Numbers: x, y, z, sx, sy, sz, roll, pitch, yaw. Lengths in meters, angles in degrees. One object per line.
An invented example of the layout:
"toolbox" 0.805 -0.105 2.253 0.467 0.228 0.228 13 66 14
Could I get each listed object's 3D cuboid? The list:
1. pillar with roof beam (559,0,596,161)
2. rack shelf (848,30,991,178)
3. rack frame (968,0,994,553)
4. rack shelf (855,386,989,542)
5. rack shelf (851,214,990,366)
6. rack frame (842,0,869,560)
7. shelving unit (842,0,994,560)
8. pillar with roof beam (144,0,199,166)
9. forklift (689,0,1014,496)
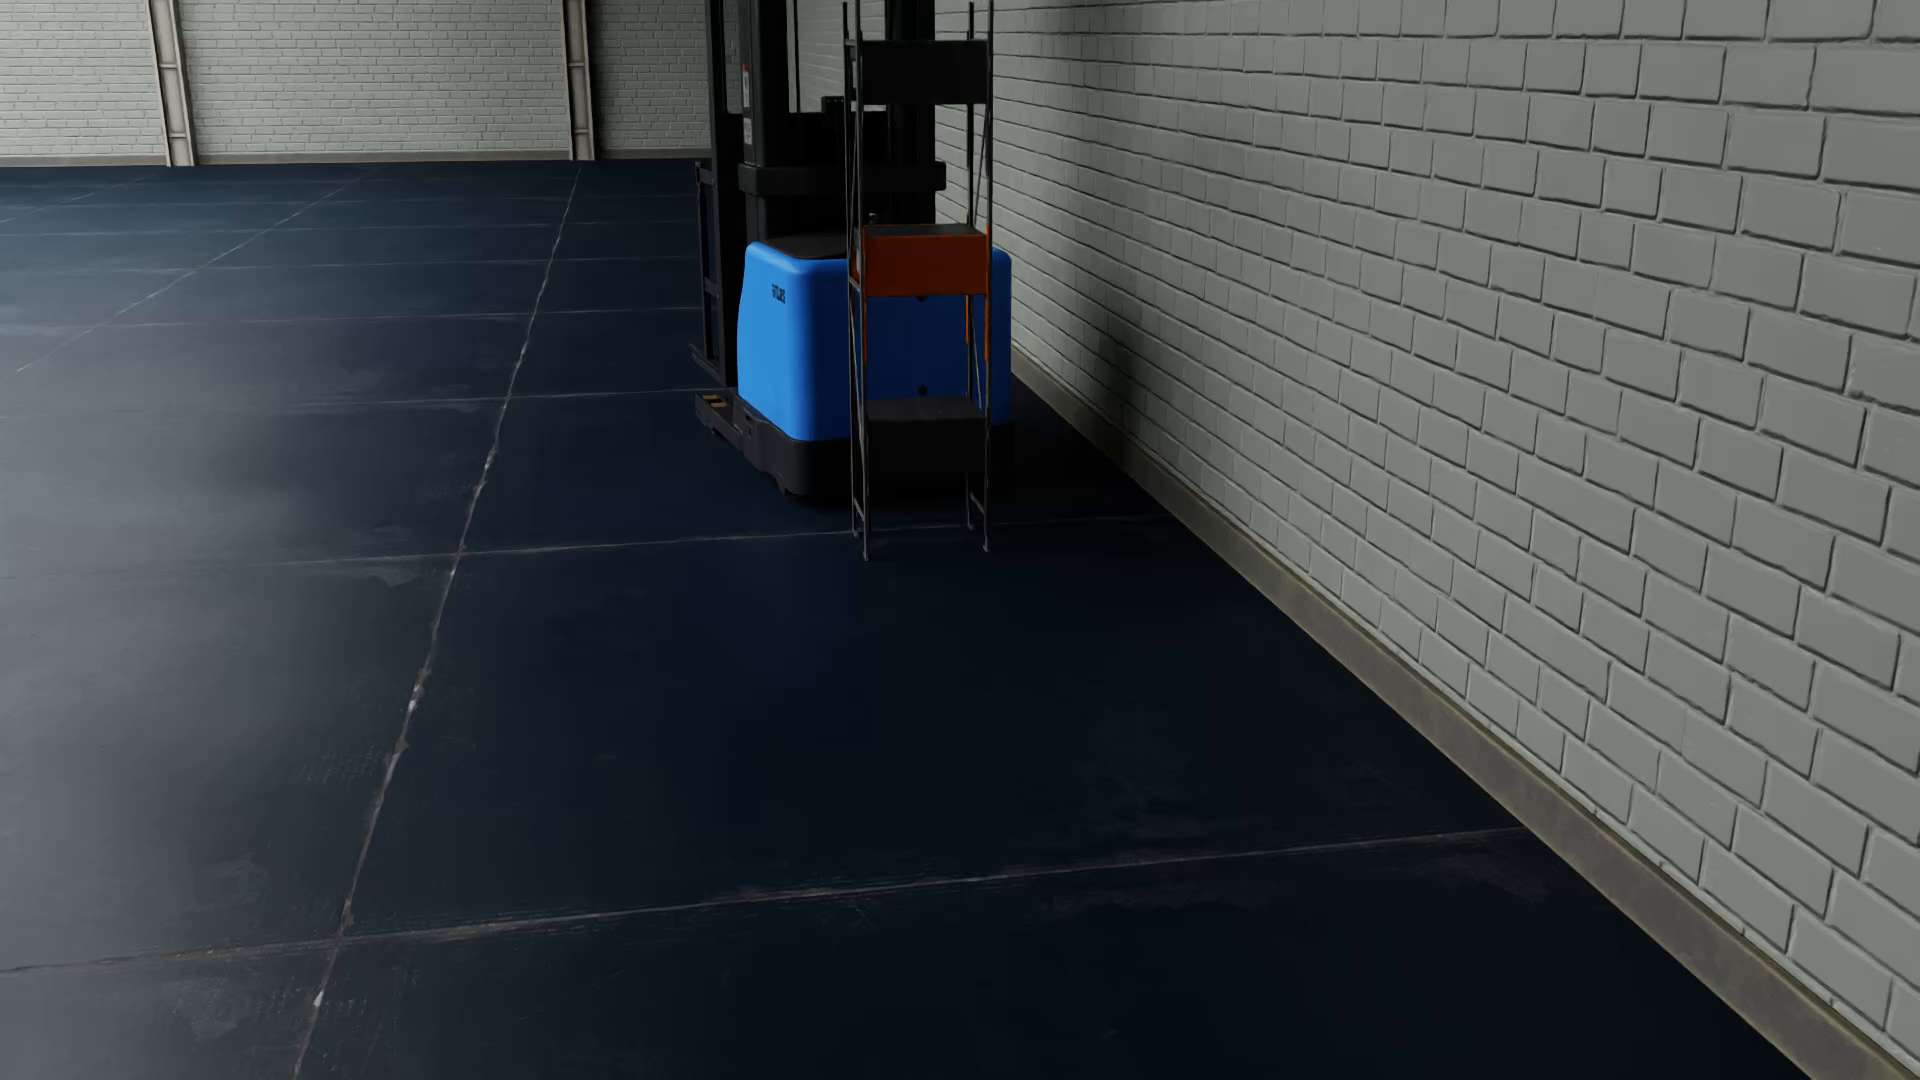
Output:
"pillar with roof beam" -5.229 -9.152 21.281 0.400 9.000 9.100 -3 17 -10
"rack shelf" -0.163 -1.651 6.272 0.480 0.518 0.431 -3 17 -10
"rack frame" 0.077 -1.008 6.518 0.015 2.100 0.400 -3 17 -10
"rack shelf" -0.163 -0.312 6.683 0.480 0.518 0.431 -3 17 -10
"rack shelf" -0.163 -0.981 6.477 0.480 0.518 0.431 -3 17 -10
"rack frame" -0.402 -0.981 6.429 0.015 2.100 0.400 -3 17 -10
"shelving unit" -0.163 -0.995 6.473 0.503 2.100 0.431 -3 17 -10
"pillar with roof beam" -11.120 -8.818 20.193 0.400 9.000 9.100 -3 17 -10
"forklift" -0.753 -1.985 8.281 1.130 2.935 3.031 -6 18 -20
